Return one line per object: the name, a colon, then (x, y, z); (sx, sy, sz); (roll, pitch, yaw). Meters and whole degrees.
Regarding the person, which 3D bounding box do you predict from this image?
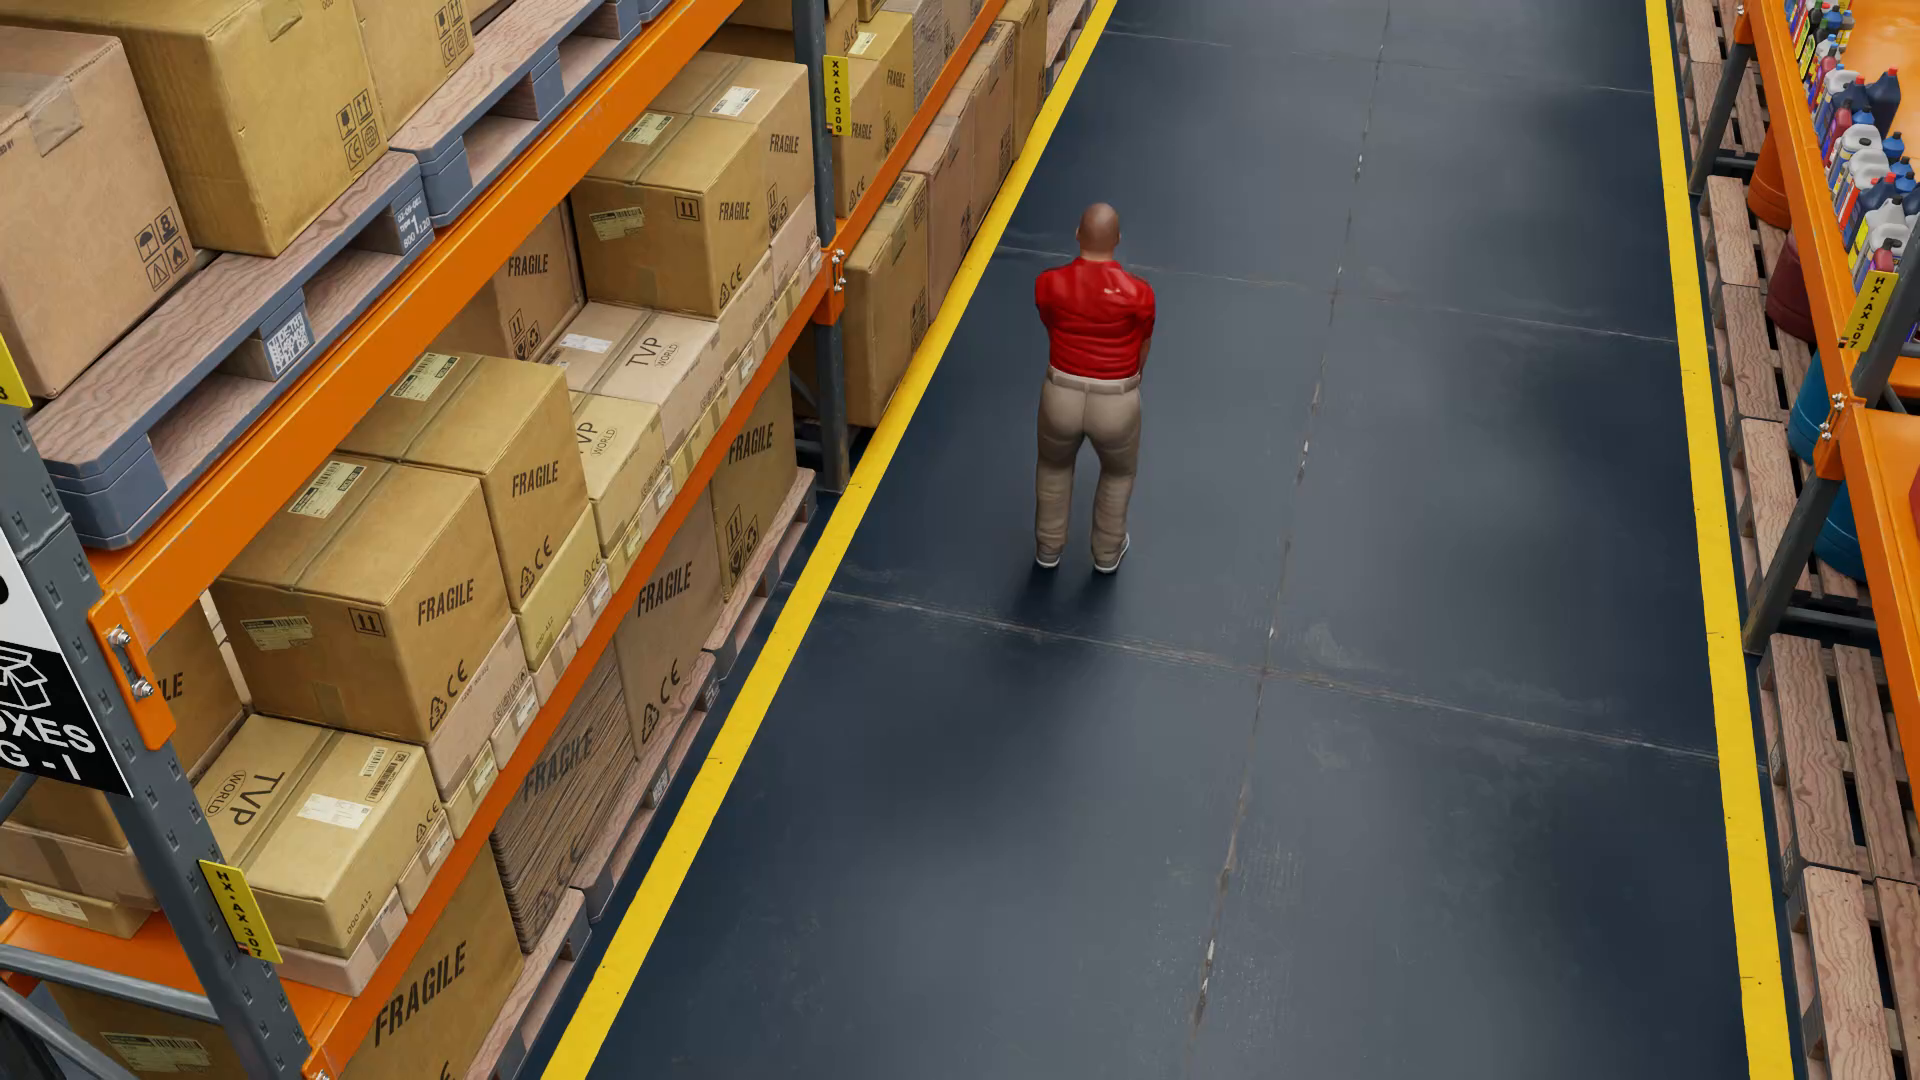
person: (0.544, -0.626, 6.912); (0.487, 1.718, 0.561); (9, 42, 11)
